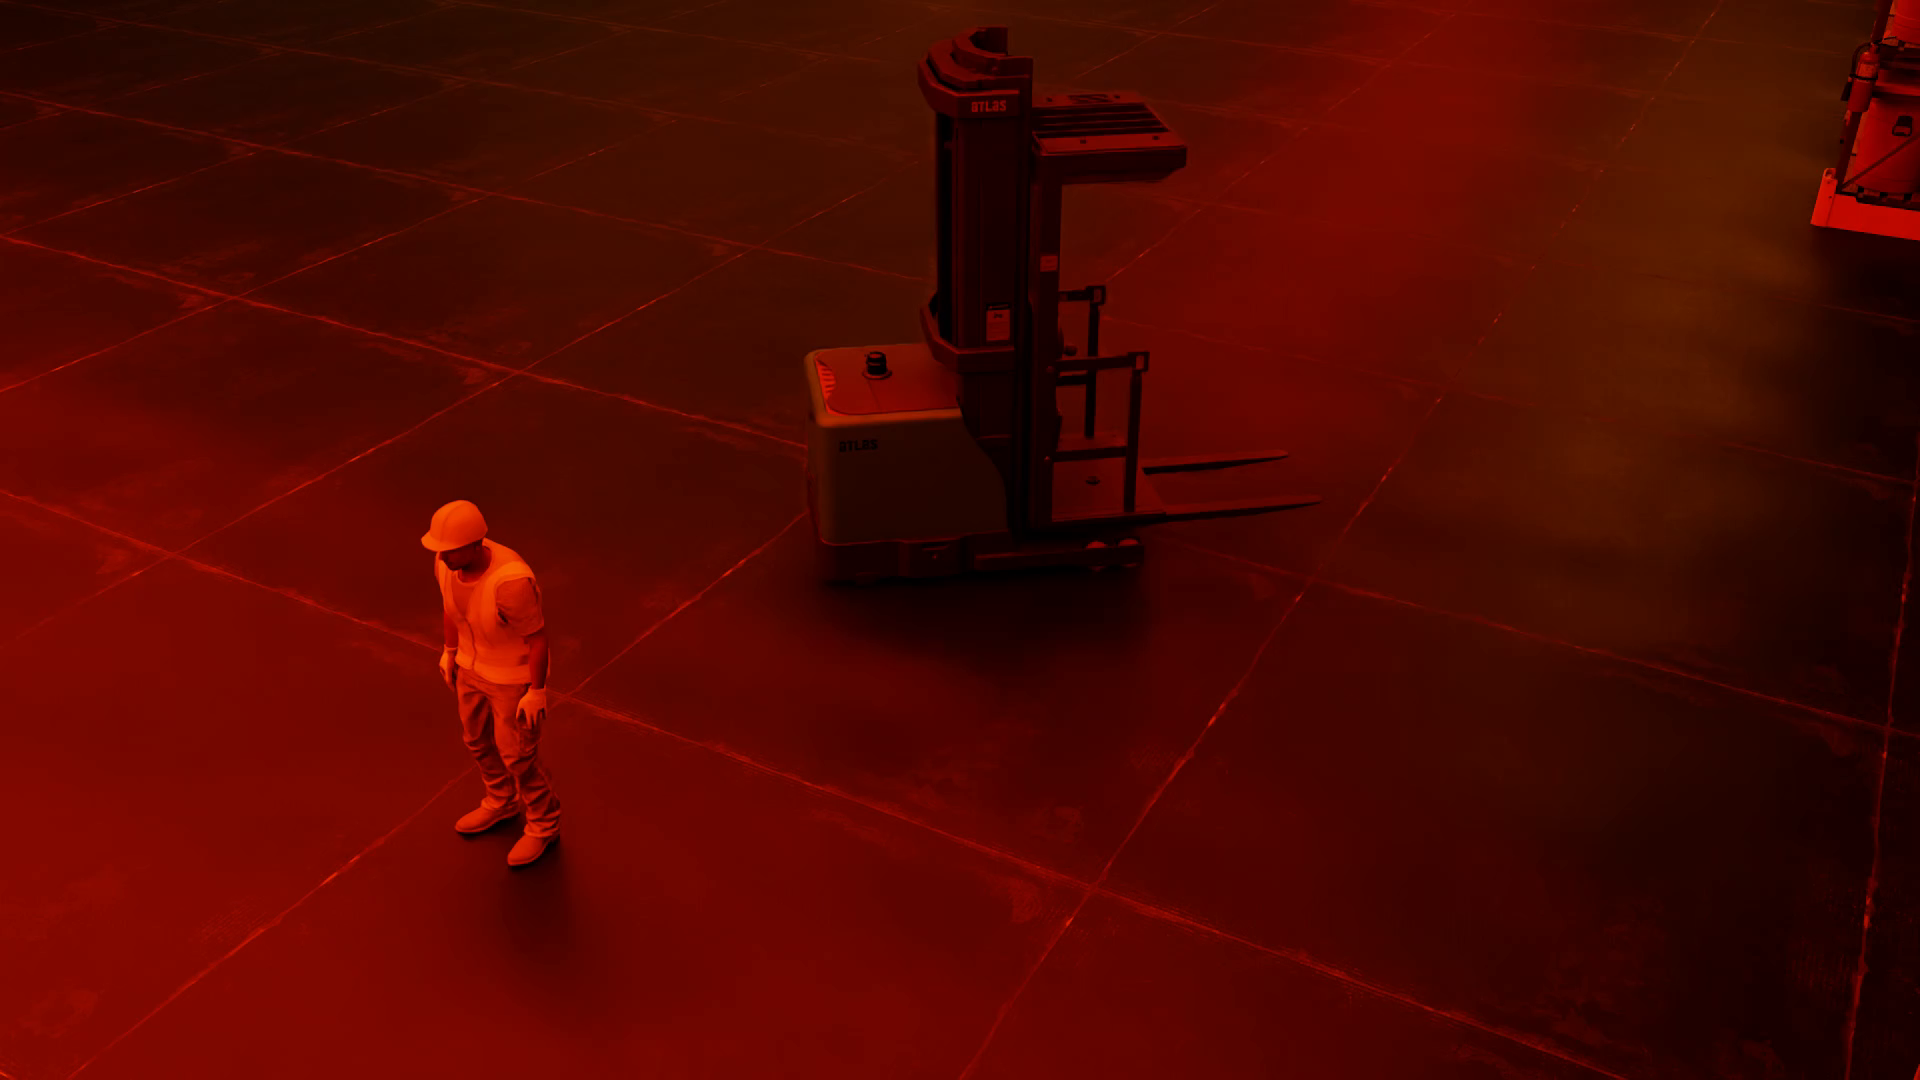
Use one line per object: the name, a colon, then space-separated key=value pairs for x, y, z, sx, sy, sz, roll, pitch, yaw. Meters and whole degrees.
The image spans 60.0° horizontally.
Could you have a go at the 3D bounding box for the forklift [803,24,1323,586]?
forklift: x=0.628 y=-1.348 z=9.406 sx=3.031 sy=2.935 sz=1.130 roll=-5 pitch=30 yaw=-8

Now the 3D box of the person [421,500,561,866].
person: x=-2.024 y=0.587 z=7.215 sx=0.616 sy=1.772 sz=0.449 roll=20 pitch=36 yaw=31
